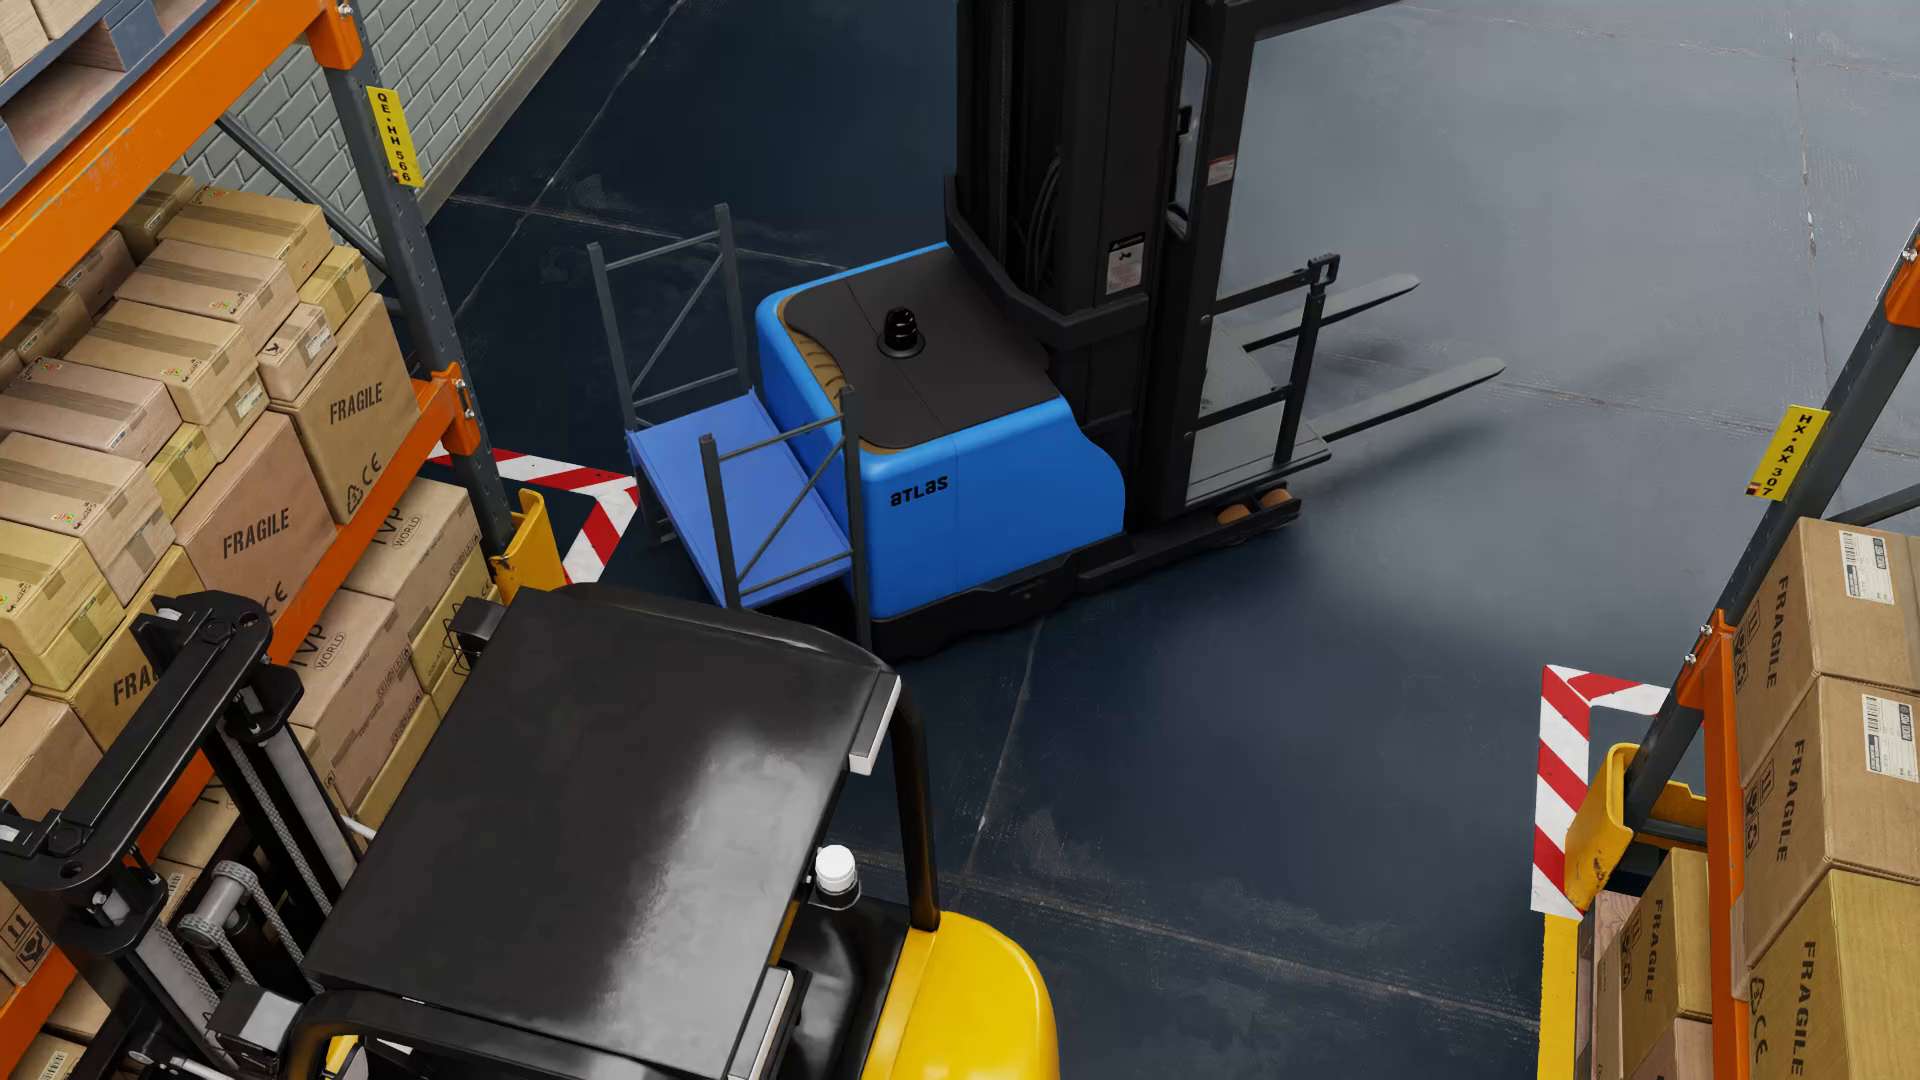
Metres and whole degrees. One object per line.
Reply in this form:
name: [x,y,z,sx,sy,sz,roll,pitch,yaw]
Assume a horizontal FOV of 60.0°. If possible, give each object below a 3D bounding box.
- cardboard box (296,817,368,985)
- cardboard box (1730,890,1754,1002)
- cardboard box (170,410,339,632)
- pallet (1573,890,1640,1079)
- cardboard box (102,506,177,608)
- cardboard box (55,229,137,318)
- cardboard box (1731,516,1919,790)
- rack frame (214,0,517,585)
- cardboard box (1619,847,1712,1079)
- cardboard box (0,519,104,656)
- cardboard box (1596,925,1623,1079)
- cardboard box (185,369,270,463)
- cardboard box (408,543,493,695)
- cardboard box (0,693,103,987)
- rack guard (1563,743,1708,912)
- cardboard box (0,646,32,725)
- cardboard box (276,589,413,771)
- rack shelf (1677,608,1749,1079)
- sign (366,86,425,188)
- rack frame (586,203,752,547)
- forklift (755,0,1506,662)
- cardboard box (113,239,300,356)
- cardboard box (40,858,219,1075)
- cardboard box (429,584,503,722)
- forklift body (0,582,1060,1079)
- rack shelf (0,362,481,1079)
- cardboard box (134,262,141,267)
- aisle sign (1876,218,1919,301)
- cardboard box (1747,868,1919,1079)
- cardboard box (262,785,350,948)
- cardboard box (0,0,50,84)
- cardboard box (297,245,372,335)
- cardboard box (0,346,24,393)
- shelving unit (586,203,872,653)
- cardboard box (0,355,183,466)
cardboard box: [-2.233,1.087,5.263,0.500,0.250,0.500,12,50,10]
cardboard box: [2.055,0.996,3.956,0.380,0.149,0.250,12,50,11]
cardboard box: [-2.155,-0.056,4.651,0.500,0.500,0.500,13,50,11]
pallet: [2.388,1.731,5.000,1.003,0.211,1.213,12,50,10]
cardboard box: [-2.222,0.000,4.169,0.380,0.149,0.250,10,49,9]
cardboard box: [-2.559,-0.770,4.650,0.380,0.149,0.250,13,50,11]
cardboard box: [2.264,0.329,4.113,0.500,0.500,0.500,11,49,9]
rack frame: [-2.134,-0.804,5.378,1.000,3.000,0.127,12,50,10]
cardboard box: [2.171,1.242,4.626,0.500,0.500,0.500,10,49,9]
cardboard box: [-2.264,0.093,3.888,0.380,0.149,0.250,12,50,11]
cardboard box: [2.177,1.472,4.923,0.500,0.250,0.500,11,50,10]
cardboard box: [-2.121,-0.380,4.504,0.380,0.149,0.250,12,50,11]
cardboard box: [-1.960,0.215,5.699,0.500,0.250,0.500,11,49,10]
cardboard box: [-2.412,0.680,4.001,0.500,0.500,0.500,12,50,10]
rack guard: [2.636,1.055,5.405,1.175,0.500,0.348,12,50,10]
cardboard box: [-2.421,0.350,3.860,0.380,0.149,0.250,11,50,10]
cardboard box: [-2.083,0.401,5.201,0.500,0.250,0.500,12,50,11]
rack shelf: [2.130,1.857,3.509,1.077,0.370,4.000,12,50,10]
sign: [-1.614,-1.149,4.752,0.100,0.325,0.005,12,50,10]
rack frame: [-1.017,-0.562,6.165,0.500,1.500,0.032,-21,52,-18]
forklift: [0.800,-1.289,5.852,3.031,2.935,1.130,-20,52,-17]
cardboard box: [-2.060,-0.665,4.558,0.380,0.149,0.250,12,50,10]
cardboard box: [-2.347,1.133,4.555,0.500,0.250,0.500,11,49,9]
cardboard box: [-1.953,0.369,5.896,0.500,0.250,0.500,12,50,10]
forklift body: [-0.873,1.208,4.168,2.313,2.155,1.214,12,50,10]
rack shelf: [-2.660,0.880,4.371,1.077,0.370,4.000,12,50,10]
cardboard box: [-2.473,-0.858,4.926,0.380,0.149,0.250,10,49,9]
aisle sign: [2.373,-0.794,3.635,0.394,0.787,0.004,12,50,10]
cardboard box: [1.998,1.073,3.456,0.500,0.500,0.500,11,49,9]
cardboard box: [-2.218,0.953,5.047,0.500,0.250,0.500,11,49,9]
cardboard box: [-2.126,-1.082,3.365,0.396,0.266,0.258,12,50,10]
cardboard box: [-1.955,-0.746,4.827,0.380,0.149,0.250,12,50,11]
cardboard box: [-2.665,-0.397,4.321,0.380,0.149,0.250,12,50,10]
shelving unit: [-0.783,-0.224,5.866,0.538,1.500,1.048,-21,52,-18]
cardboard box: [-2.240,-0.305,4.240,0.380,0.149,0.250,12,50,10]
